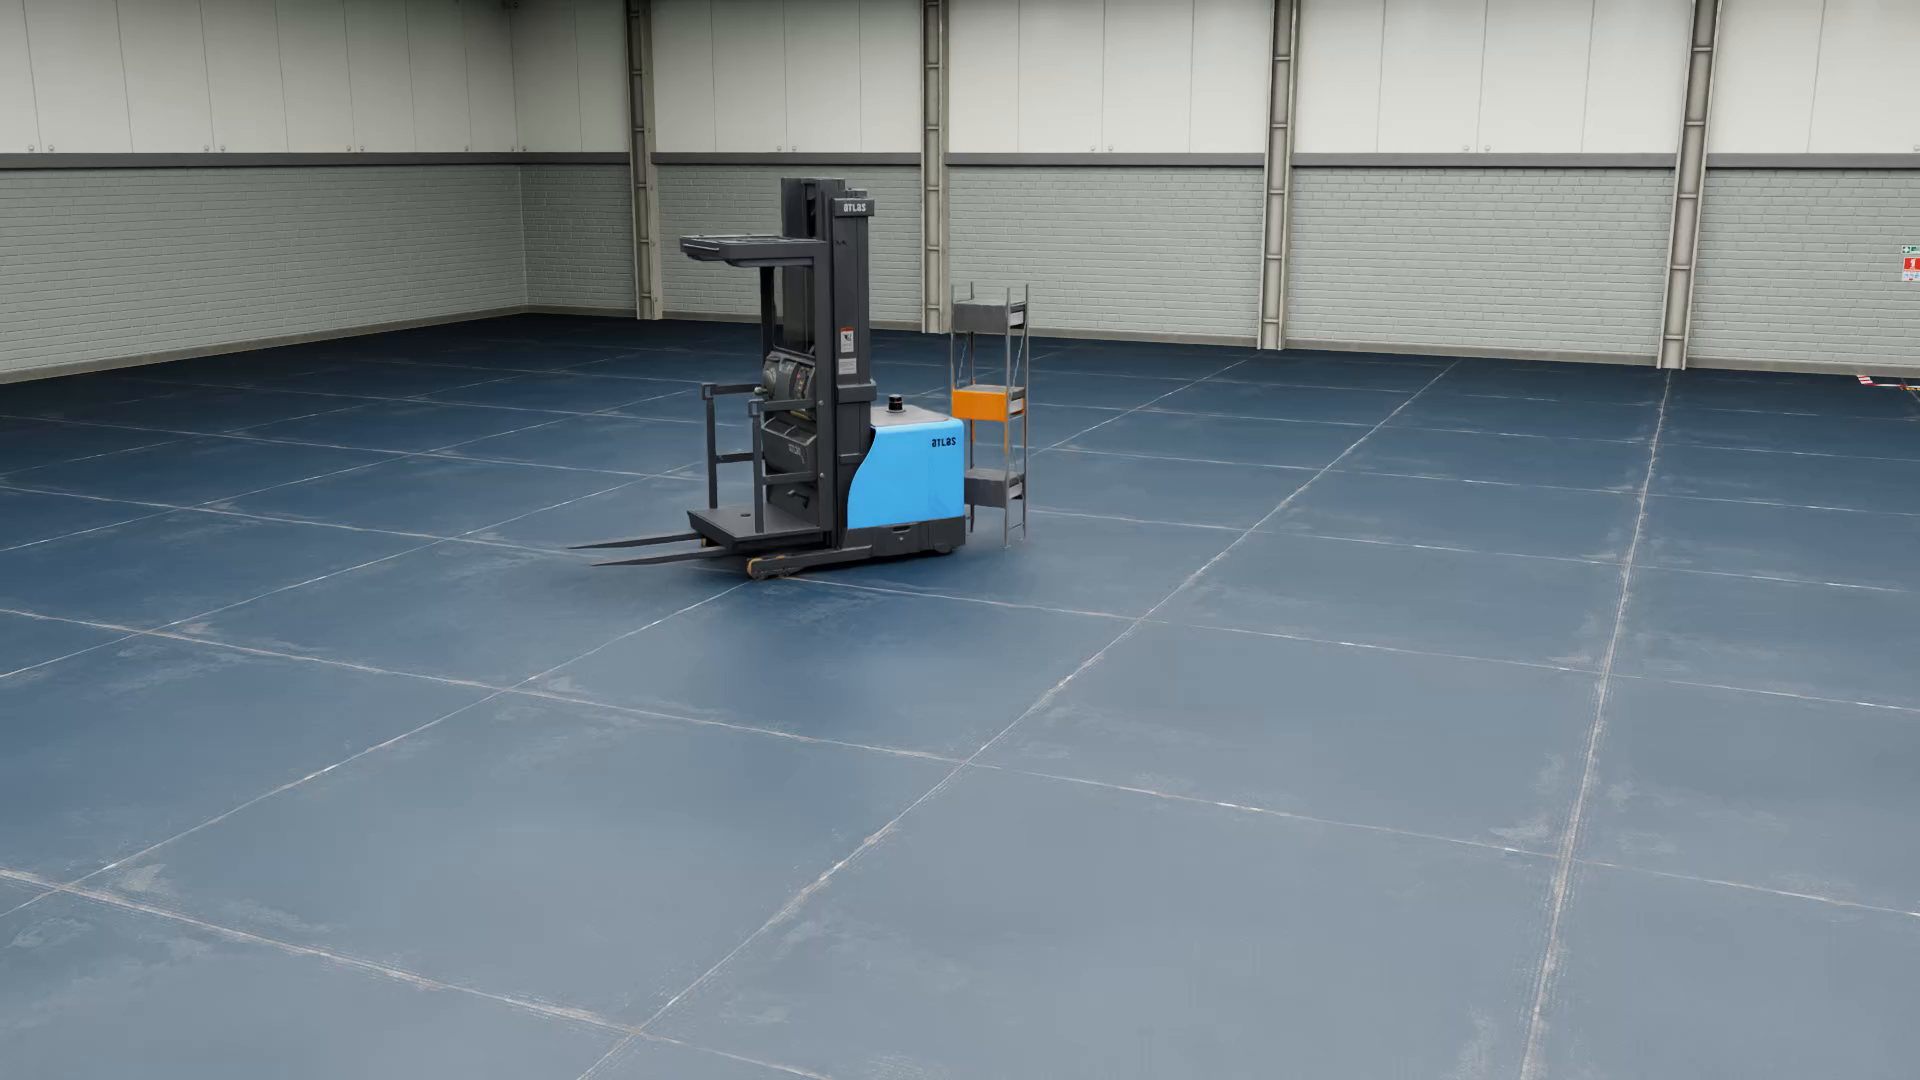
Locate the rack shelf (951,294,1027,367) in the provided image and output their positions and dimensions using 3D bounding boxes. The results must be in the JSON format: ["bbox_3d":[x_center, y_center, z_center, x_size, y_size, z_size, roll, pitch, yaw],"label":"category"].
[{"bbox_3d":[0.240,-1.683,13.328,0.480,0.518,0.431,6,15,25],"label":"rack shelf"}]

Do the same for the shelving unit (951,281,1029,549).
[{"bbox_3d":[0.240,-1.015,13.485,0.503,2.100,0.431,6,15,25],"label":"shelving unit"}]

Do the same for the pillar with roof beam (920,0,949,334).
[{"bbox_3d":[-2.174,-7.148,24.519,0.400,9.000,9.100,6,14,23],"label":"pillar with roof beam"}]

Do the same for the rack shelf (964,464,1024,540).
[{"bbox_3d":[0.240,-0.320,13.648,0.480,0.518,0.431,6,15,25],"label":"rack shelf"}]

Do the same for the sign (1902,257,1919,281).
[{"bbox_3d":[13.319,-3.788,23.253,0.234,0.329,0.001,6,14,23],"label":"sign"}]

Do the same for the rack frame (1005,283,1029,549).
[{"bbox_3d":[0.459,-0.991,13.382,0.015,2.100,0.400,6,15,25],"label":"rack frame"}]

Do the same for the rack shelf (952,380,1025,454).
[{"bbox_3d":[0.240,-1.002,13.488,0.480,0.518,0.431,6,15,25],"label":"rack shelf"}]

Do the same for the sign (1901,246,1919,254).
[{"bbox_3d":[13.320,-4.044,23.183,0.331,0.109,0.001,6,14,23],"label":"sign"}]

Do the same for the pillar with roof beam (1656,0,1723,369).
[{"bbox_3d":[8.797,-6.038,19.787,0.400,9.000,9.100,6,14,23],"label":"pillar with roof beam"}]

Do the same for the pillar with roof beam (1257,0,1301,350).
[{"bbox_3d":[3.312,-6.593,22.153,0.400,9.000,9.100,6,14,23],"label":"pillar with roof beam"}]

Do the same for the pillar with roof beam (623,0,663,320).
[{"bbox_3d":[-7.660,-7.703,26.885,0.400,9.000,9.100,6,14,23],"label":"pillar with roof beam"}]

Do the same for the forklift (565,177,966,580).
[{"bbox_3d":[-1.499,-1.261,12.714,3.031,2.935,1.130,-7,15,-28],"label":"forklift"}]

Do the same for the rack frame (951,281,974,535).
[{"bbox_3d":[0.020,-1.039,13.588,0.015,2.100,0.400,6,15,25],"label":"rack frame"}]
